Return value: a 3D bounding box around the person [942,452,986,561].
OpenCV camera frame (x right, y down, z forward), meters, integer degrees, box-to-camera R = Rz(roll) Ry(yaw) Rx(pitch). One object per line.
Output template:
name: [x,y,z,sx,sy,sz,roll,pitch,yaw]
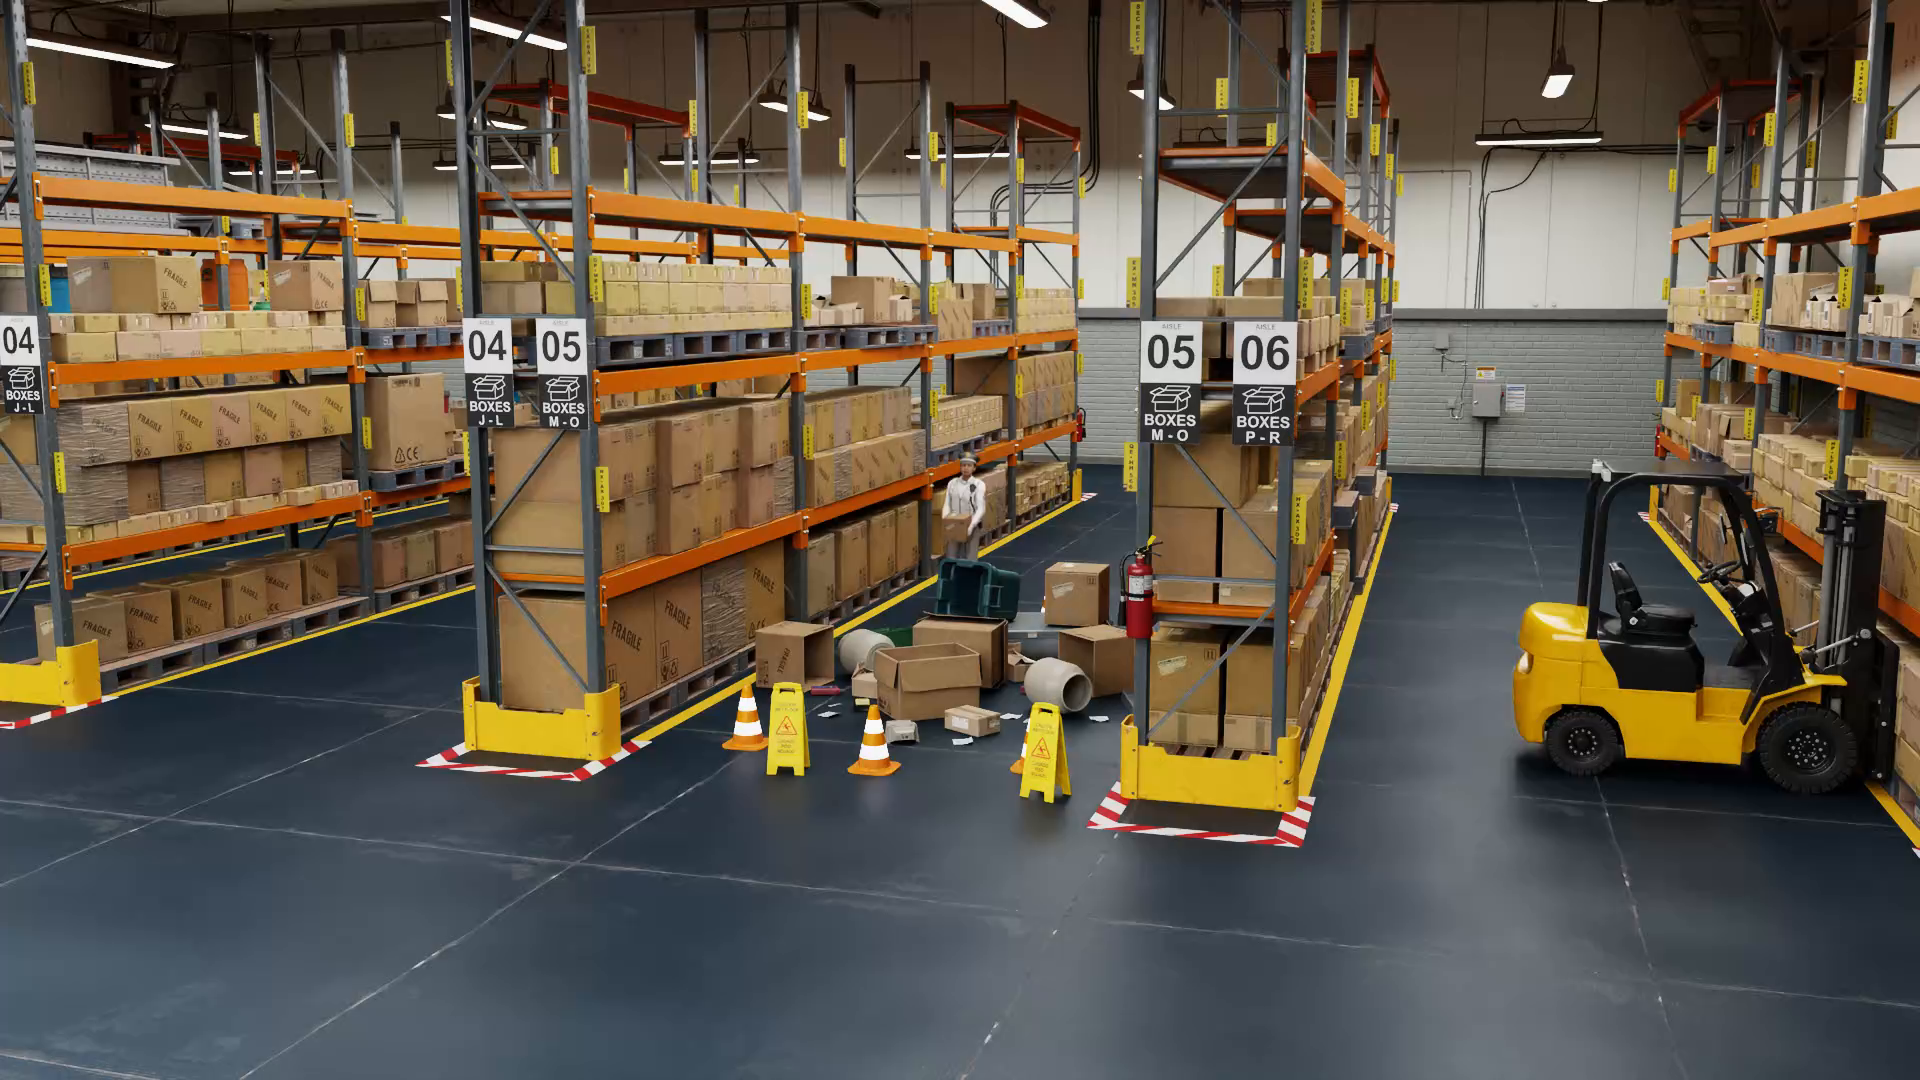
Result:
person: [0.034,-0.098,17.863,0.492,1.701,0.539,2,9,16]
